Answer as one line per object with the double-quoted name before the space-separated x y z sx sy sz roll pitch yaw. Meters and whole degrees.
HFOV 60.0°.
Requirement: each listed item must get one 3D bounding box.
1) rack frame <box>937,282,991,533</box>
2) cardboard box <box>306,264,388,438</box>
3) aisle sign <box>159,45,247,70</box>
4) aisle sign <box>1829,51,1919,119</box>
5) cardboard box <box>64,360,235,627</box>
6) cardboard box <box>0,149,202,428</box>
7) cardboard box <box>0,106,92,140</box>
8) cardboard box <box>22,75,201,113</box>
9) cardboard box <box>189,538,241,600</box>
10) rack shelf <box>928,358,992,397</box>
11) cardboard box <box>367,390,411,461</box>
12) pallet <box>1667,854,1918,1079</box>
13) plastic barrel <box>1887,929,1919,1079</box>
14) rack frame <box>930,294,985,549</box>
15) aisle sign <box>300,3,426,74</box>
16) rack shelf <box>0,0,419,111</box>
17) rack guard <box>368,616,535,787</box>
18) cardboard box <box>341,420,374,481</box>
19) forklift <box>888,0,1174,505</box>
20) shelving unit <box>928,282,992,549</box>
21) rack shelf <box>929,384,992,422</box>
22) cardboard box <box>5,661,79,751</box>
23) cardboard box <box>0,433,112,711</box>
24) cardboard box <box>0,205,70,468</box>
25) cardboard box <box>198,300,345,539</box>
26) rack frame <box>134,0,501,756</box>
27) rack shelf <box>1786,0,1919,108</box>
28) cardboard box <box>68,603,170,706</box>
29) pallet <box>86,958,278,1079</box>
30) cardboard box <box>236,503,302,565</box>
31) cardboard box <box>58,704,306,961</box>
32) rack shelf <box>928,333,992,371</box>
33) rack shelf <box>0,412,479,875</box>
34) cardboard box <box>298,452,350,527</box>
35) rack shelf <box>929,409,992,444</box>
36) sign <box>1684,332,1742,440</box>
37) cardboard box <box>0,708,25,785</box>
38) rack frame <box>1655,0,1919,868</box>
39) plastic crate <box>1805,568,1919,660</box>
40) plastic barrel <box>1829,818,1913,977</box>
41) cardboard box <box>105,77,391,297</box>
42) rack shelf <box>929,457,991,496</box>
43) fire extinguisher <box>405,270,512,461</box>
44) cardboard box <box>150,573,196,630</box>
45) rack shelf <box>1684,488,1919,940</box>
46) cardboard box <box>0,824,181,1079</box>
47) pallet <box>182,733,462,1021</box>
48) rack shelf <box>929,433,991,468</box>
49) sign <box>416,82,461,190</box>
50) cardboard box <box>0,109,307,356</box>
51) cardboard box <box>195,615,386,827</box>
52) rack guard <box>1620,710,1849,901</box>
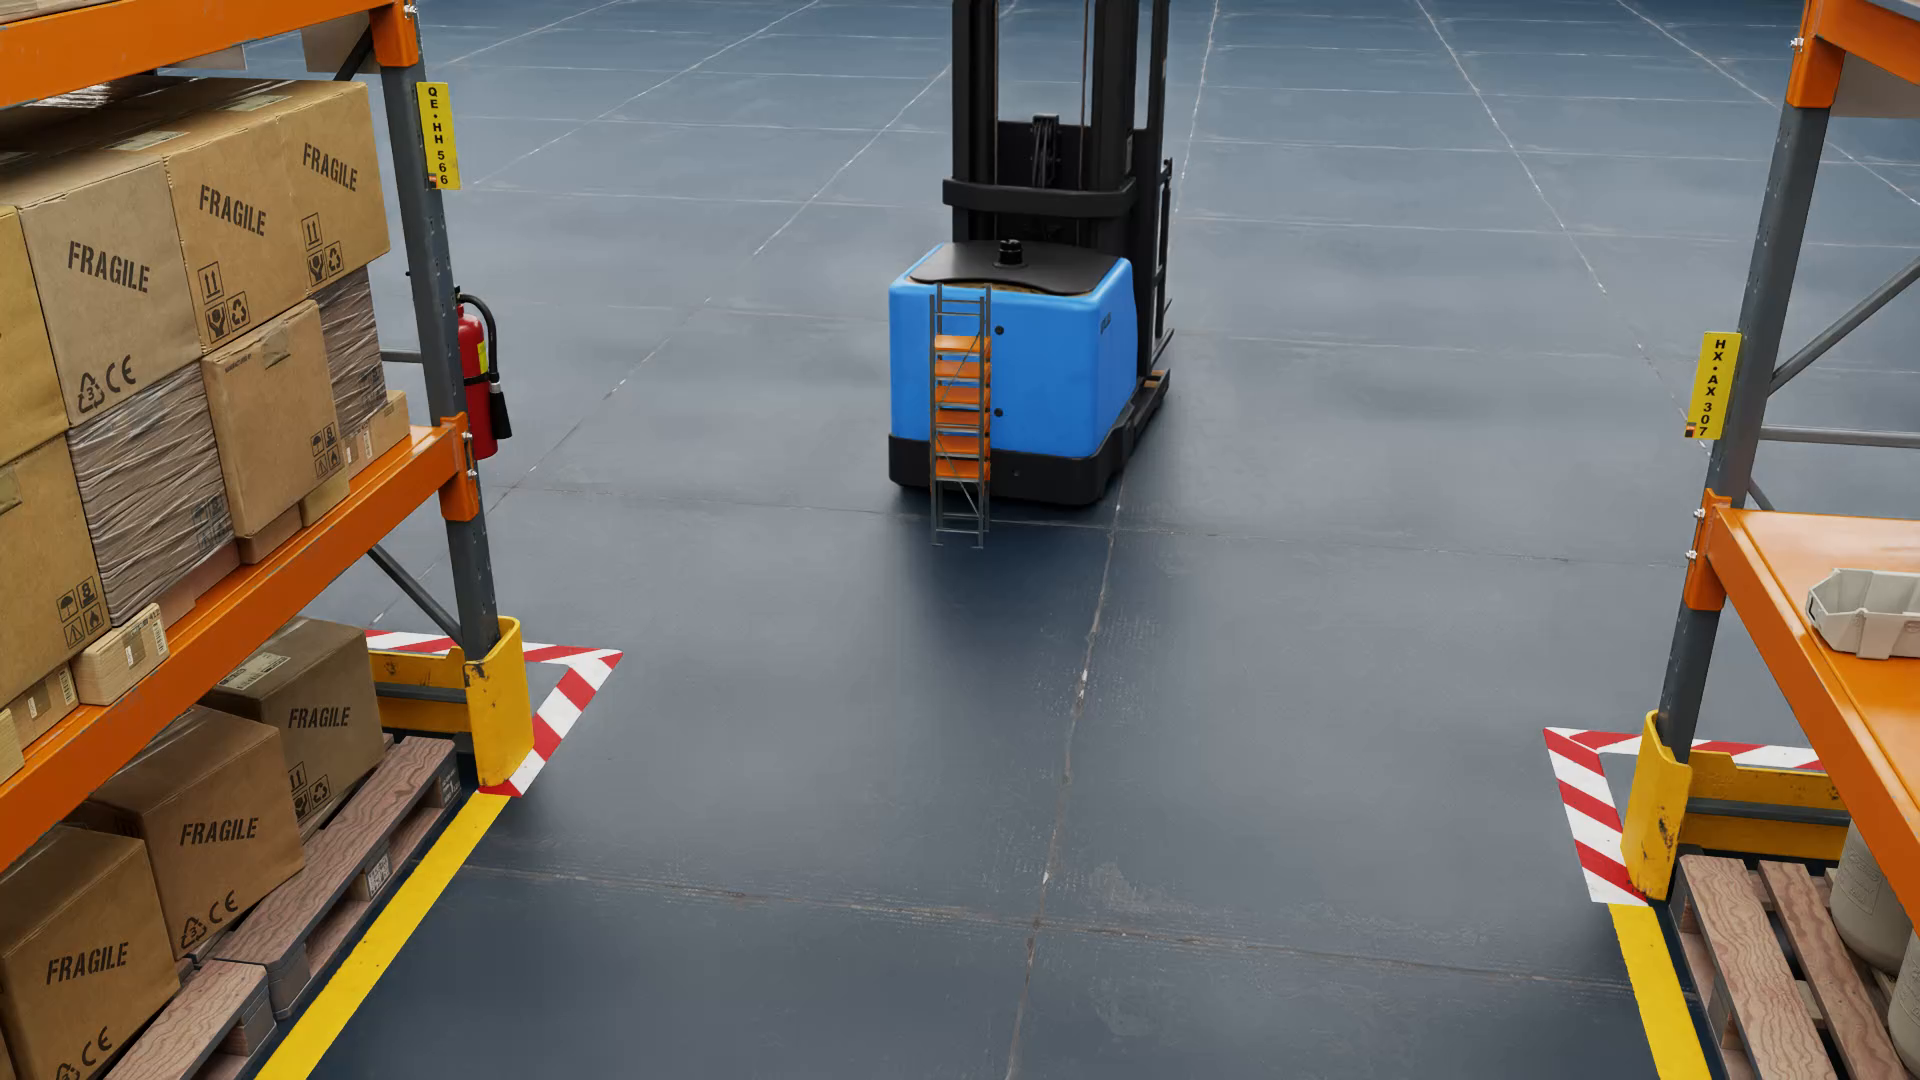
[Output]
"rack frame" 0.017 -0.588 7.590 0.240 1.200 0.006 4 25 9
"cardboard box" -2.270 -0.577 4.976 0.875 0.500 0.500 4 25 9
"aisle sign" -2.439 -1.850 5.097 0.394 0.787 0.004 4 25 9
"aisle sign" 2.456 -1.510 4.371 0.394 0.787 0.004 4 25 9
"cardboard box" -2.358 -0.154 4.071 0.875 0.500 0.500 4 25 9
"cardboard box" -2.160 -0.593 3.830 0.500 0.500 0.500 4 25 9
"cardboard box" -2.601 -0.838 4.355 0.500 0.500 0.500 4 25 9
"cardboard box" -2.512 -1.047 4.801 0.500 0.500 0.500 4 25 9
"cardboard box" -2.166 0.040 4.423 0.380 0.149 0.250 4 25 9
"rack shelf" 0.002 -0.727 7.426 0.258 0.103 0.180 4 25 9
"cardboard box" -1.996 -0.378 5.316 0.380 0.149 0.250 4 25 9
"pallet" 2.629 1.355 4.606 1.003 0.211 1.213 4 25 9
"plastic barrel" 2.619 1.144 4.206 0.421 0.512 0.421 0 25 0
"rack frame" -0.013 -0.511 7.427 0.240 1.200 0.006 4 25 9
"aisle sign" -1.847 -1.808 5.008 0.394 0.787 0.004 4 25 9
"rack shelf" -2.480 -0.822 3.277 1.077 0.370 4.000 4 25 9
"rack guard" -2.166 0.538 6.010 1.175 0.500 0.348 4 25 9
"cardboard box" -2.038 -0.274 5.093 0.380 0.149 0.250 4 25 9
"forklift" 0.566 -2.095 8.769 1.130 2.935 3.031 7 26 15
"shelving unit" 0.002 -0.549 7.509 0.258 1.200 0.189 4 25 9
"rack shelf" 0.002 -0.618 7.477 0.258 0.103 0.180 4 25 9
"cardboard box" -2.247 0.356 3.747 0.380 0.149 0.250 4 25 9
"cardboard box" -2.451 0.055 3.626 0.875 0.500 0.500 4 25 9
"cardboard box" -2.250 -0.384 3.384 0.500 0.500 0.500 4 25 9
"cardboard box" -2.234 -0.360 4.512 0.875 0.500 0.500 4 25 9
"rack frame" -2.153 -0.625 5.548 1.000 3.000 0.127 4 25 9
"rack shelf" 2.406 -0.479 2.544 1.077 0.370 4.000 4 25 9
"cardboard box" -2.138 0.256 3.960 0.380 0.149 0.250 4 25 9
"pallet" -2.535 1.515 4.264 1.003 0.211 1.213 4 25 9
"cardboard box" -2.084 -0.062 4.641 0.380 0.149 0.250 4 25 9
"cardboard box" -2.336 0.829 4.894 0.500 0.500 0.500 11 27 22
"rack shelf" 0.002 -0.835 7.375 0.258 0.103 0.180 4 25 9
"rack shelf" -2.480 0.537 3.913 1.077 0.370 4.000 4 25 9
"cardboard box" -2.028 -0.165 4.862 0.380 0.149 0.250 4 25 9
"rack shelf" 0.002 -0.509 7.527 0.258 0.103 0.180 4 25 9
"sign" 2.191 -0.448 4.841 0.100 0.325 0.005 4 25 9
"cardboard box" -2.243 0.464 3.517 0.380 0.149 0.250 4 25 9
"rack frame" 2.733 -0.282 4.815 1.000 3.000 0.127 4 25 9
"plastic crate" 2.269 0.189 4.119 0.298 0.136 0.250 4 25 9
"plastic barrel" 2.701 0.935 4.654 0.421 0.512 0.421 0 25 0
"cardboard box" -1.999 -1.011 4.724 0.500 0.500 0.500 4 25 9
"rack shelf" 0.002 -0.292 7.629 0.258 0.103 0.180 4 25 9
"fire extinguisher" -1.680 -0.606 5.598 0.296 0.674 0.183 4 25 9
"cardboard box" -2.184 0.146 4.197 0.380 0.149 0.250 4 25 9
"rack shelf" 2.406 0.880 3.180 1.077 0.370 4.000 4 25 9
"cardboard box" -2.457 1.089 4.338 0.500 0.500 0.500 6 26 13
"pallet" -2.333 1.007 5.350 1.003 0.211 1.213 4 25 9
"rack shelf" 0.002 -0.401 7.578 0.258 0.103 0.180 4 25 9
"sign" -1.609 -1.246 5.135 0.100 0.325 0.005 4 25 9
"cardboard box" -2.075 -0.802 4.276 0.500 0.500 0.500 4 25 9
"cardboard box" -2.272 0.577 5.433 0.500 0.500 0.500 9 27 18
"rack guard" 2.767 0.885 5.270 1.175 0.500 0.348 4 25 9
